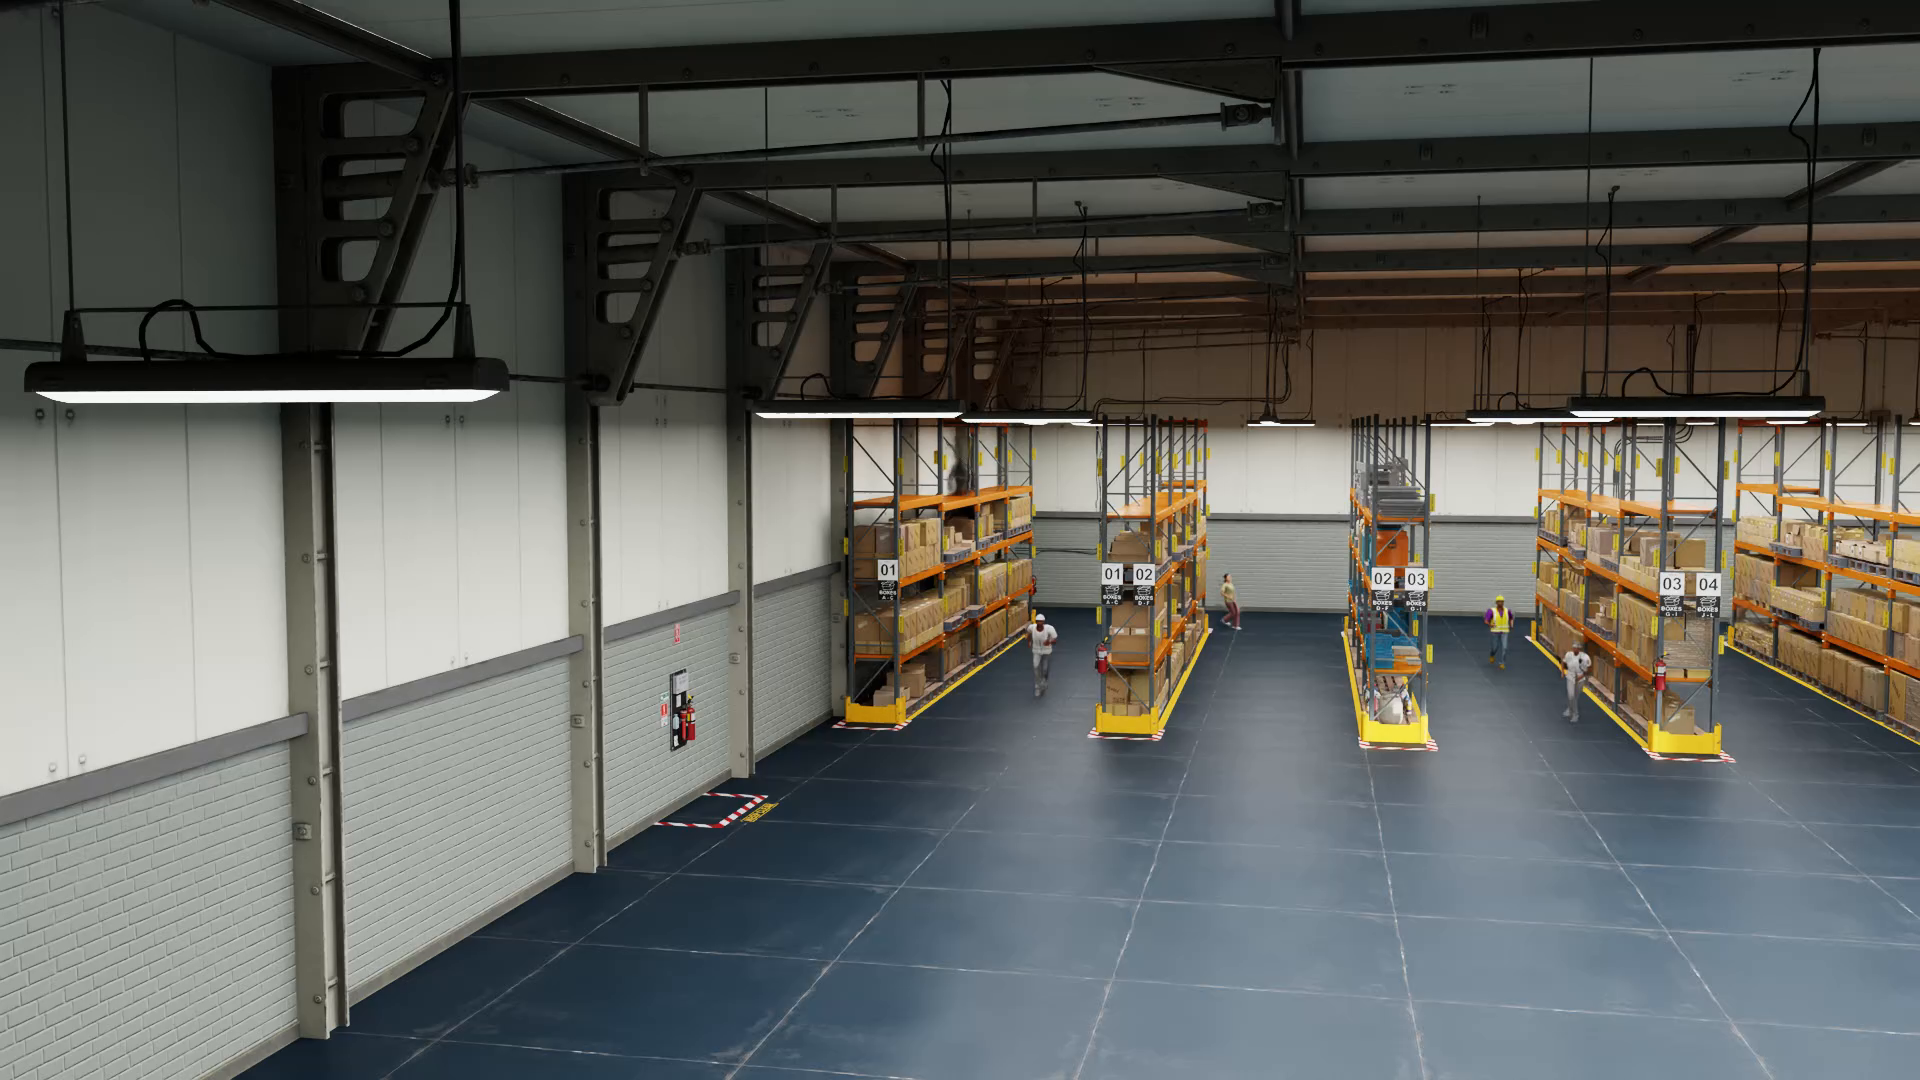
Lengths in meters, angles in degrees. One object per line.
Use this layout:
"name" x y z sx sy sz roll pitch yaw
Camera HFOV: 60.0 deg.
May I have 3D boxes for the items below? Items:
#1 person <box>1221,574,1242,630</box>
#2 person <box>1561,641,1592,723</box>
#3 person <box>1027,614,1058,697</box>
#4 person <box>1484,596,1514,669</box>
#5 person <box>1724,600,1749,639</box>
"person" 7.689 1.762 47.591 0.652 1.628 0.614 3 5 42
"person" 12.154 2.767 32.780 0.580 1.638 0.820 2 4 23
"person" 1.785 2.464 36.023 0.698 1.771 1.064 1 4 8
"person" 12.928 2.208 39.834 0.714 1.733 0.791 0 4 5
"person" 21.121 1.869 45.041 0.973 1.702 0.734 2 4 23
